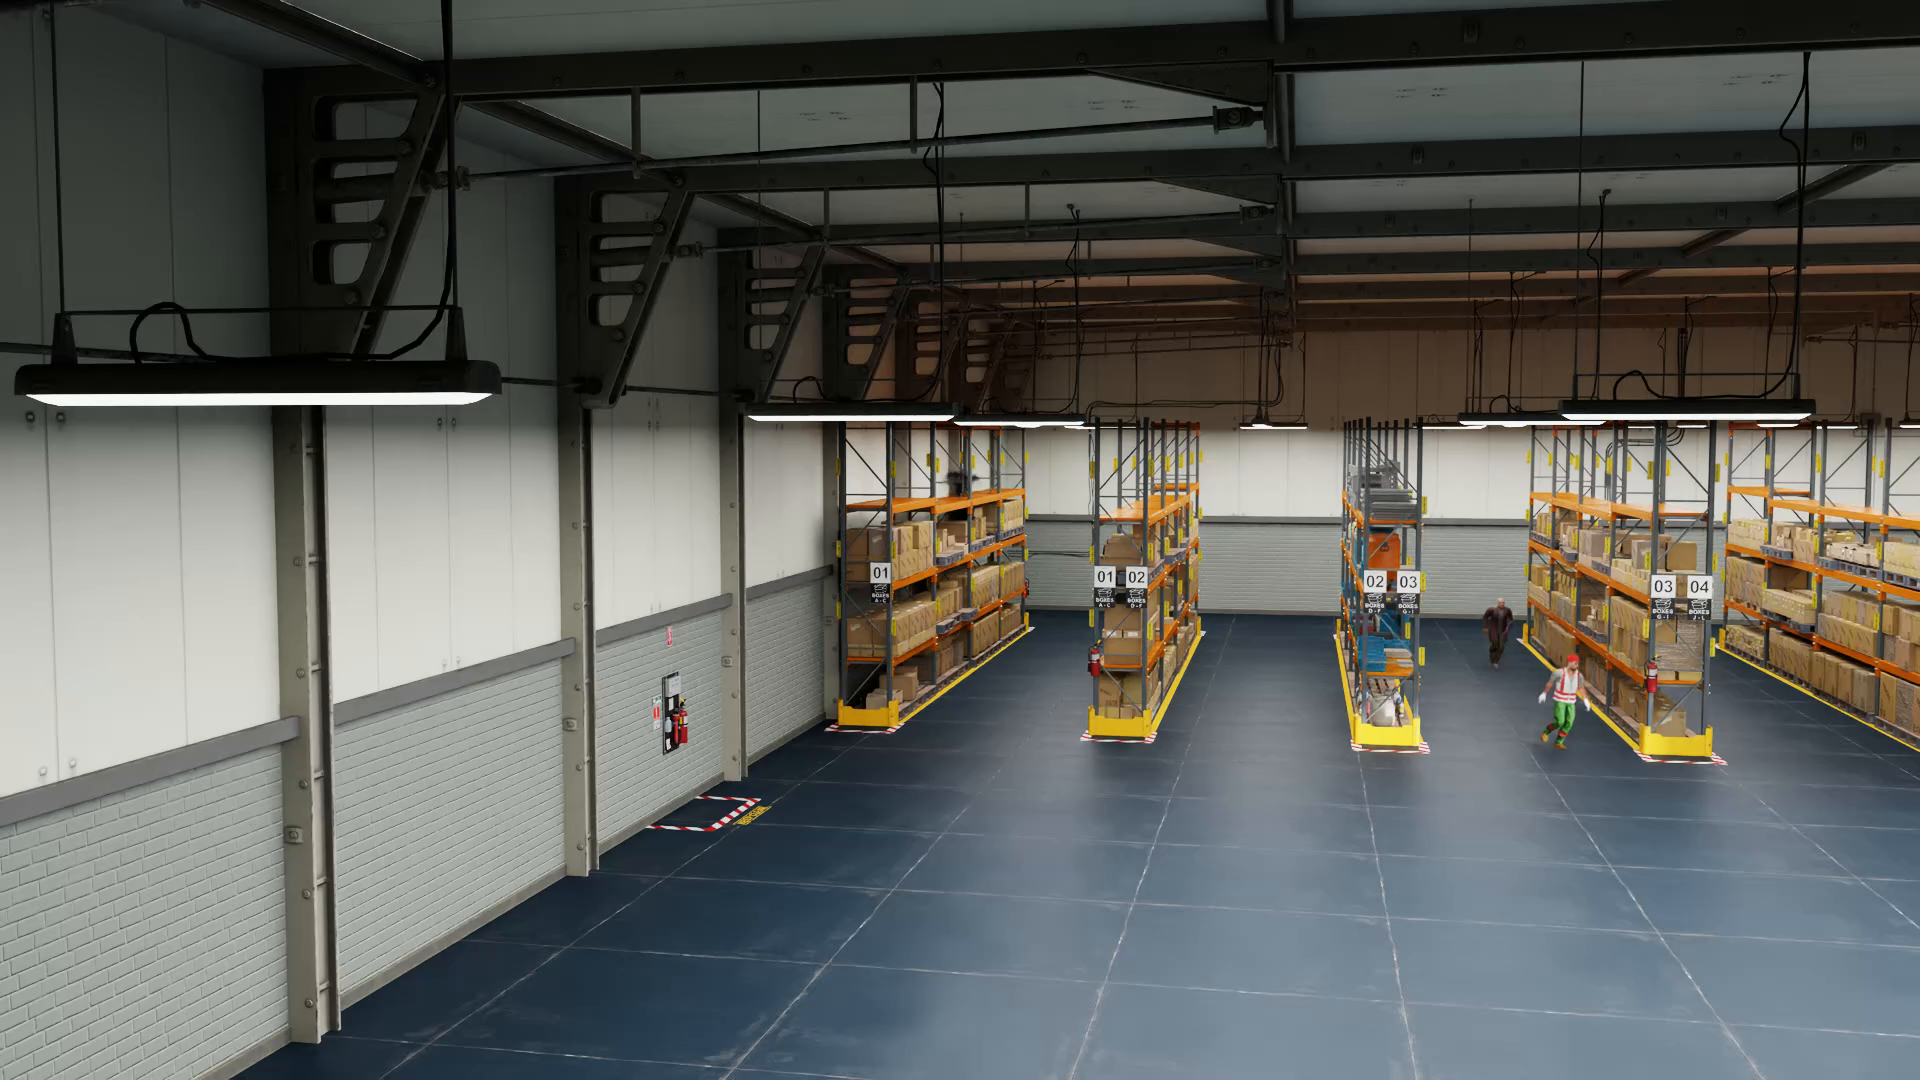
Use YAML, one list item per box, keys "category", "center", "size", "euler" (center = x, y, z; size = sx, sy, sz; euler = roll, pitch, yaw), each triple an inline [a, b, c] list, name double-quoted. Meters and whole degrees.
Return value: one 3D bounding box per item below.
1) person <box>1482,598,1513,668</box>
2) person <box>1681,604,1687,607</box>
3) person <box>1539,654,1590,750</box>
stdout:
- category: "person"
  center: [13.095, 2.245, 40.524]
  size: [0.695, 1.712, 0.717]
  euler: [0, 4, -5]
- category: "person"
  center: [19.103, 1.968, 44.412]
  size: [0.701, 1.795, 0.917]
  euler: [3, 5, 42]
- category: "person"
  center: [10.869, 2.905, 29.935]
  size: [0.697, 1.733, 0.693]
  euler: [-1, 4, -12]
